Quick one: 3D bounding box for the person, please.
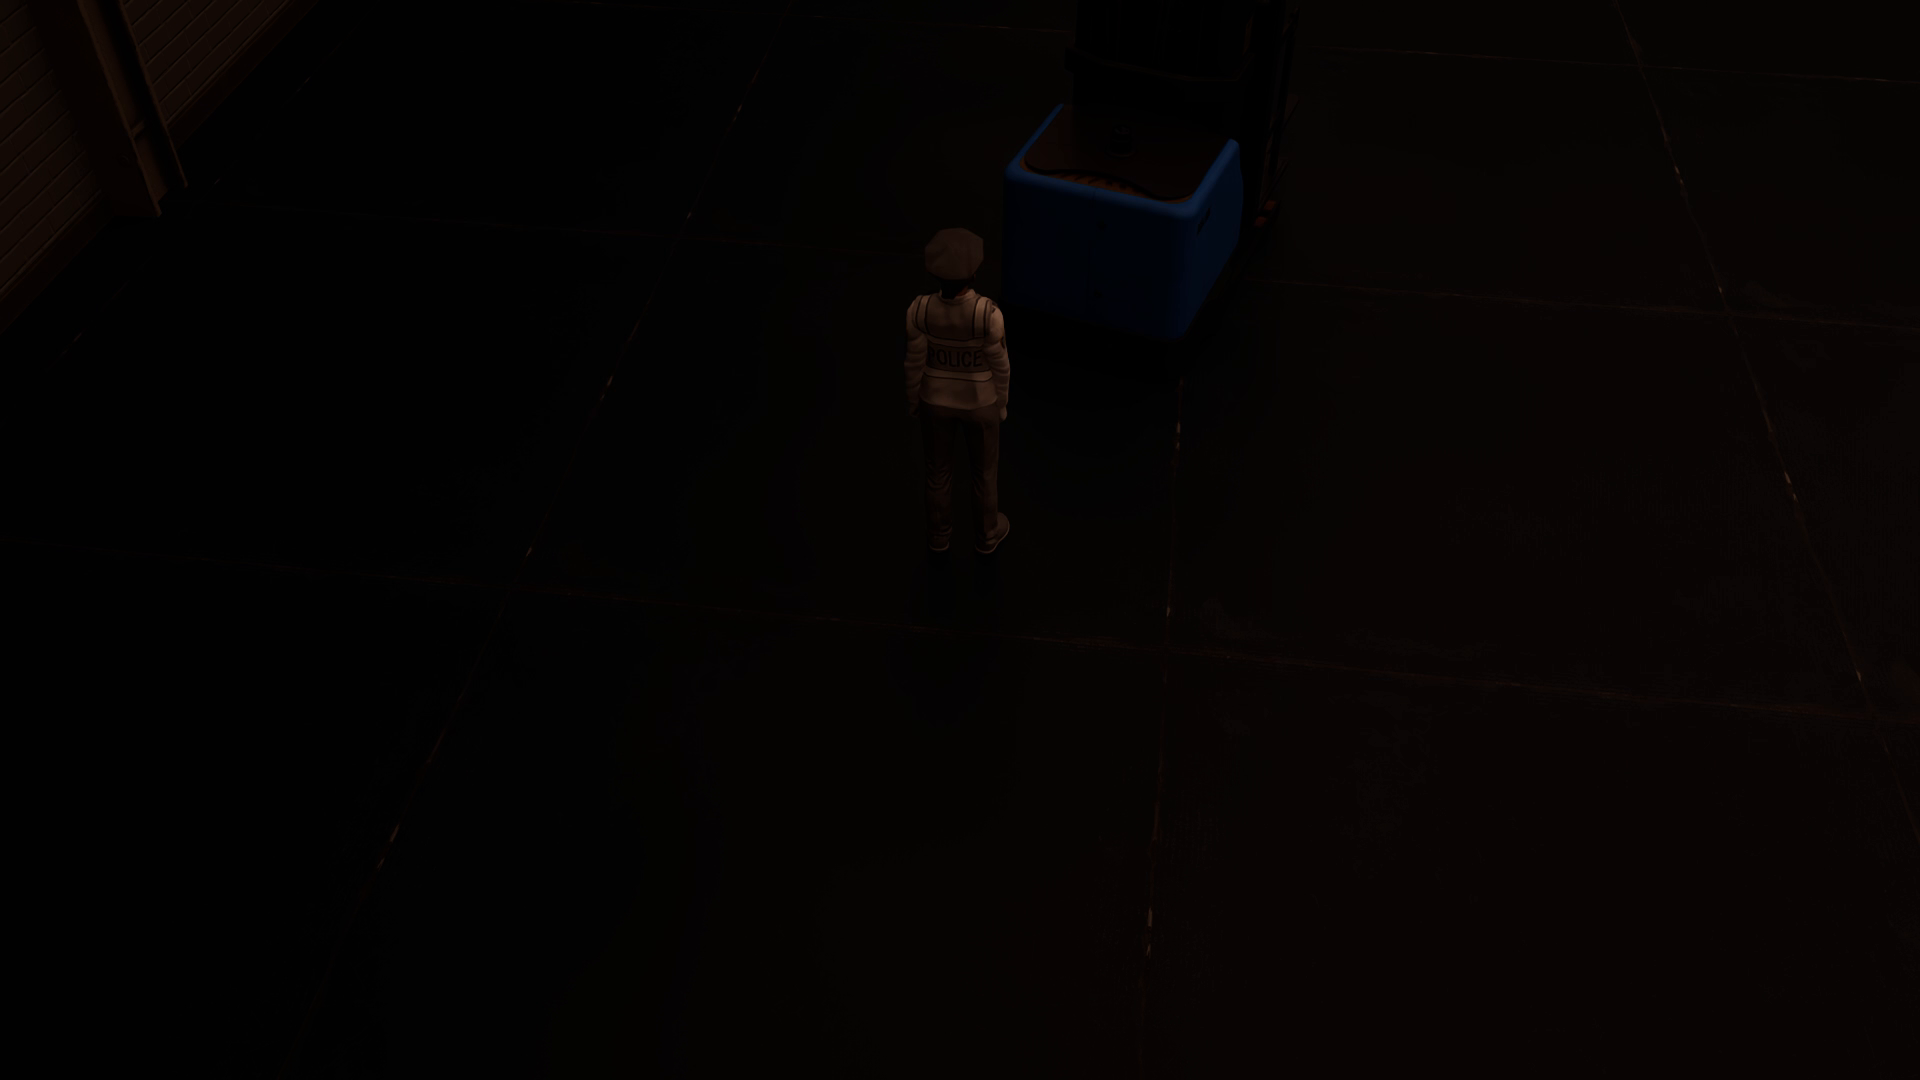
[{"bbox_3d":[-0.006,-0.621,7.320,0.461,1.694,0.353,5,43,6],"label":"person"}]

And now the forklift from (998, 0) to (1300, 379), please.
[{"bbox_3d":[1.259,-2.923,8.906,1.130,2.935,3.031,17,45,17],"label":"forklift"}]
